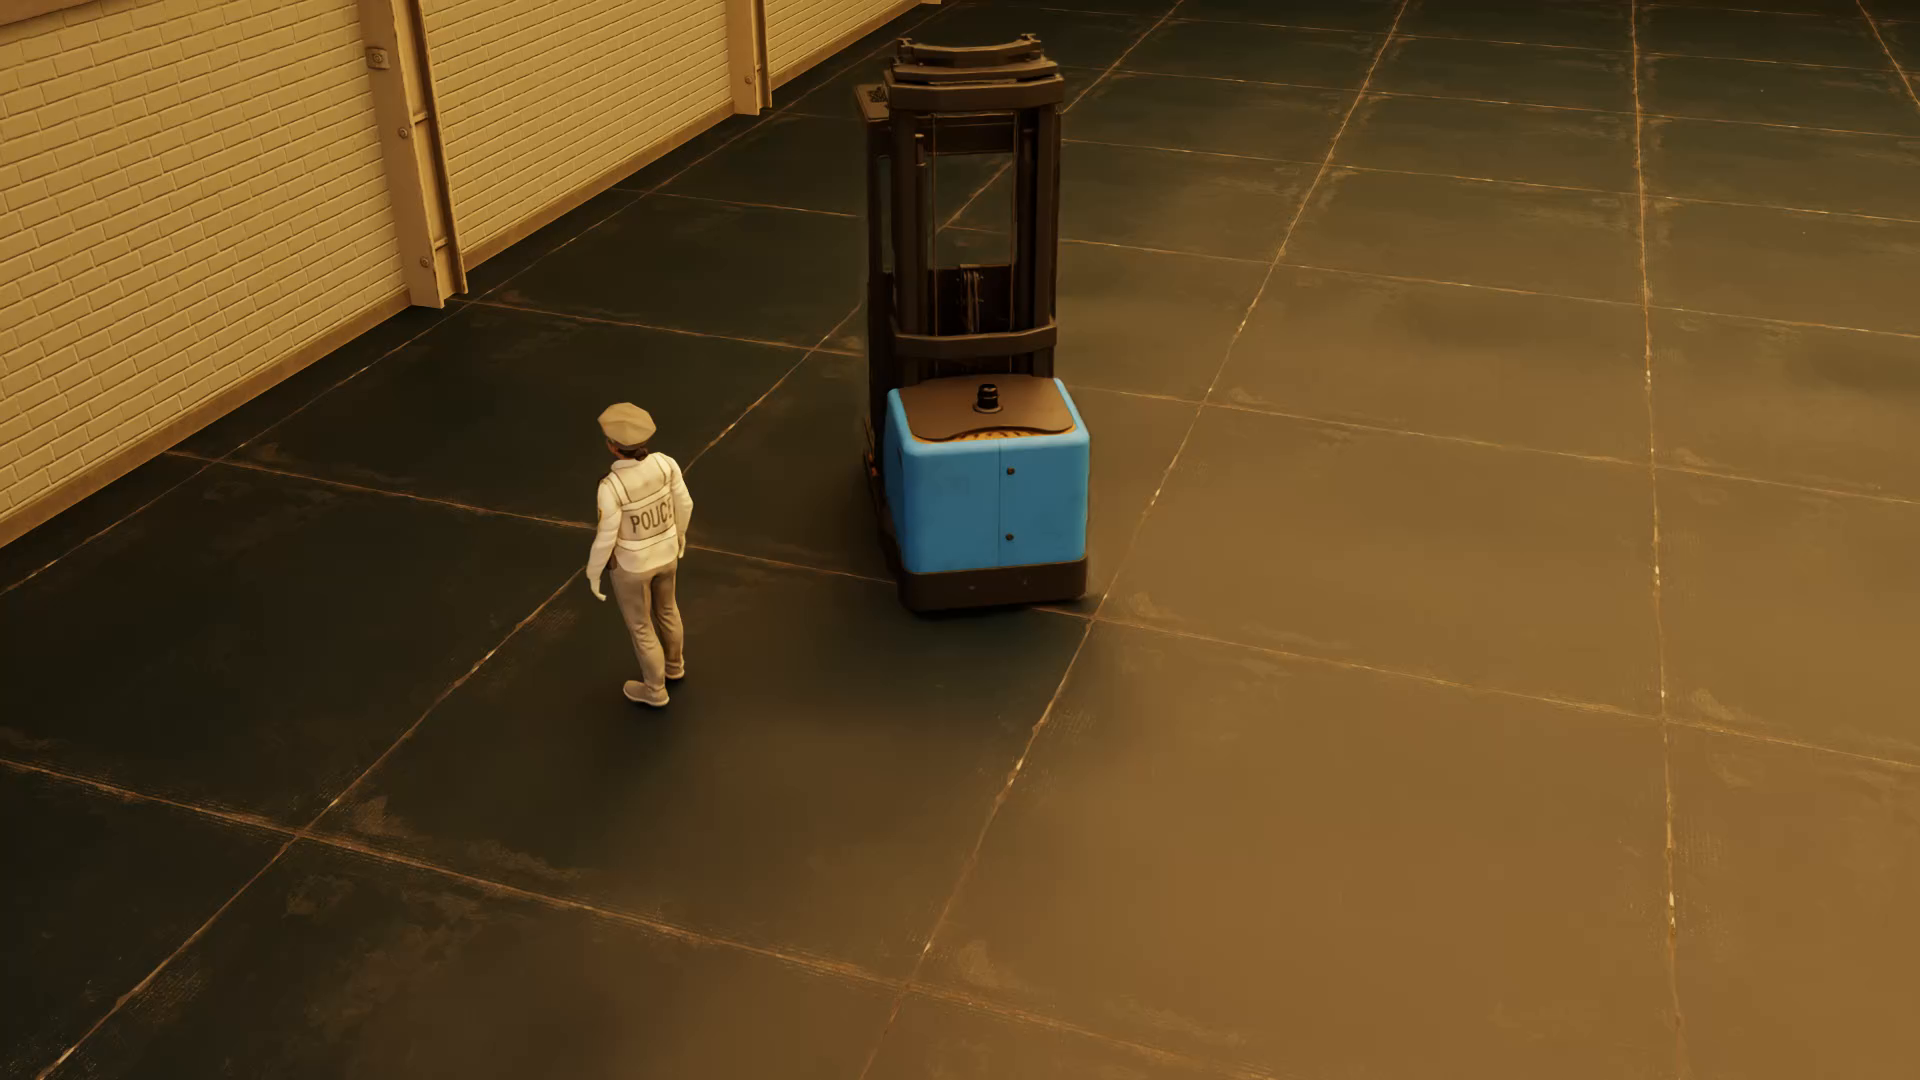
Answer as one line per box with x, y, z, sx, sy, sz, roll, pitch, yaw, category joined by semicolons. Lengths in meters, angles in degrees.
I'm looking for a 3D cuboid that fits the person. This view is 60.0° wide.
-1.627;0.072;8.254;0.519;1.697;0.594;25;38;36;person

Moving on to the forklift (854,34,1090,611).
-0.018;-1.588;9.922;1.130;2.935;3.031;-4;30;-8;forklift
